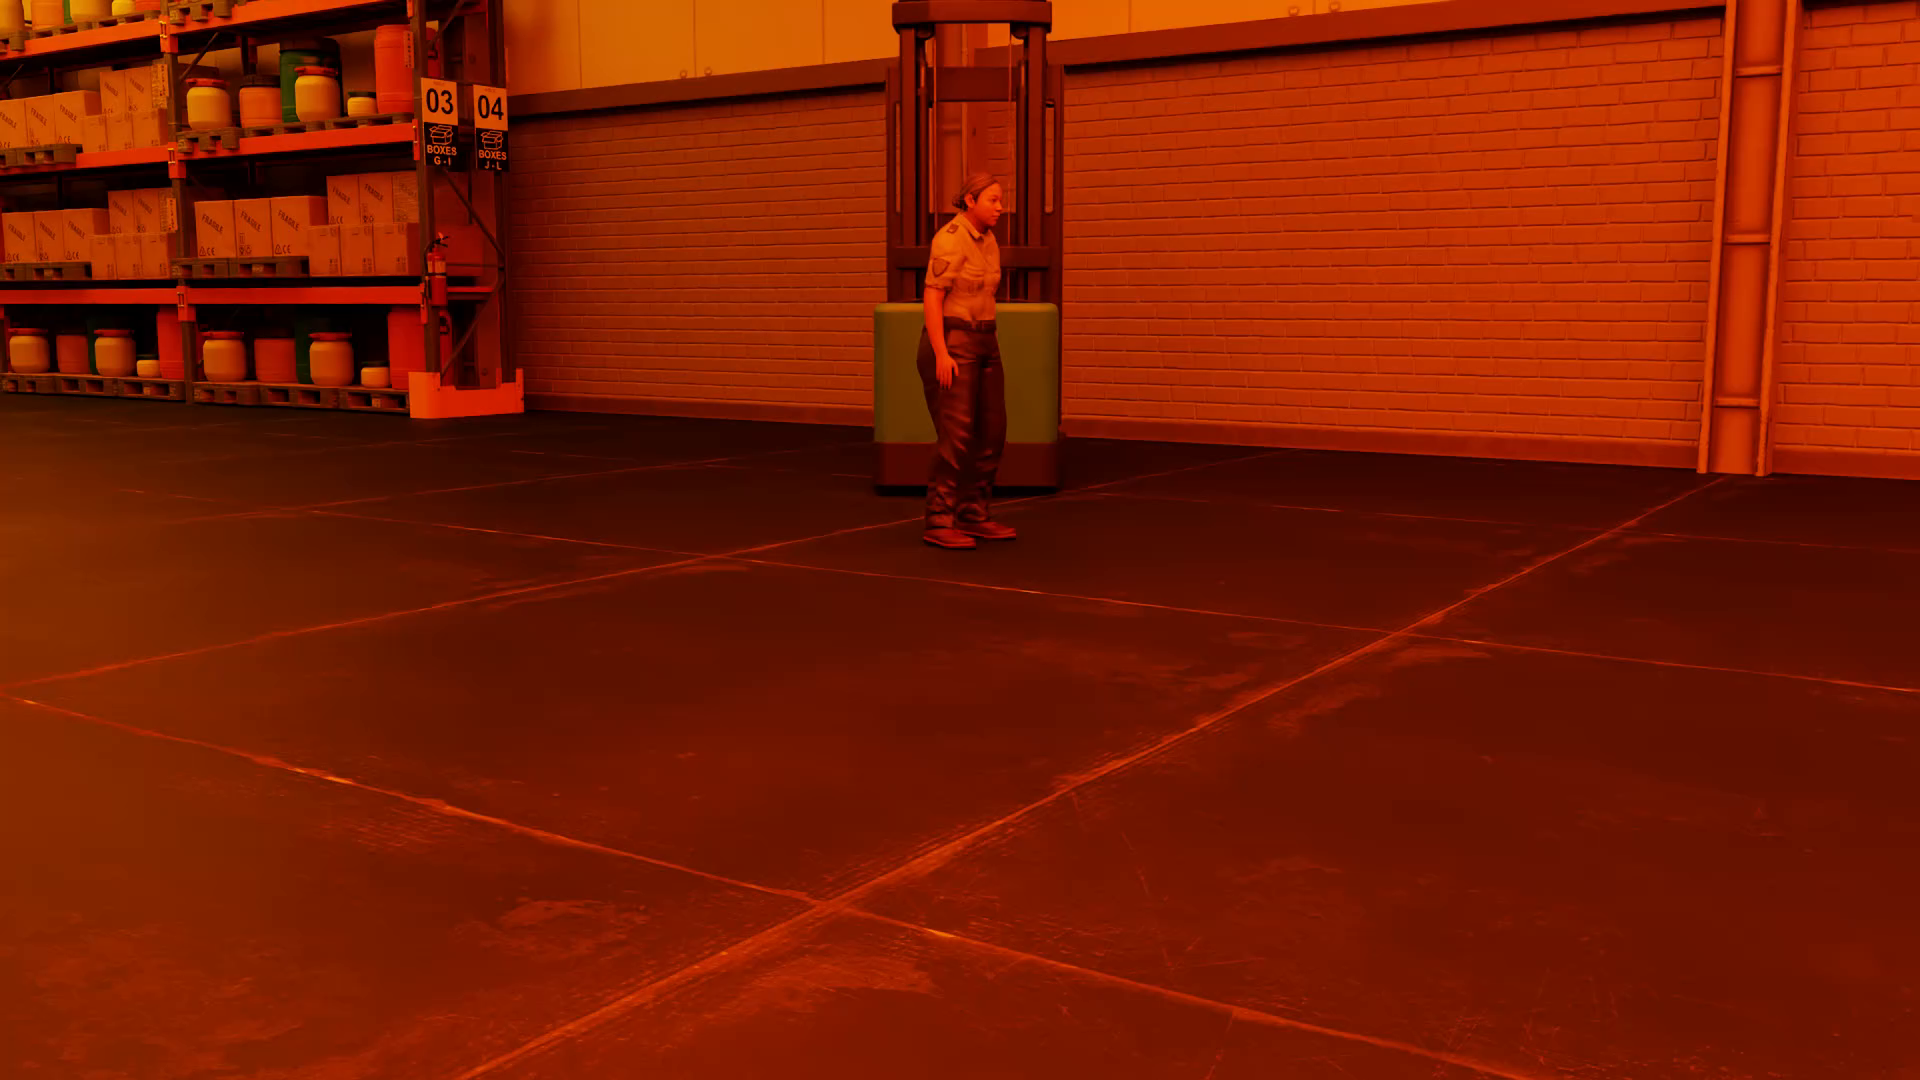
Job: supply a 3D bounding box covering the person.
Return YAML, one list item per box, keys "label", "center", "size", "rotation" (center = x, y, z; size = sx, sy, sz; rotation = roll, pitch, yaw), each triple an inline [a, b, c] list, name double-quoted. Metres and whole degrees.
- label: "person"
  center: [0.023, -0.812, 7.470]
  size: [0.373, 1.648, 0.546]
  rotation: [5, 10, 32]

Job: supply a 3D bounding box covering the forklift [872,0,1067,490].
- label: "forklift"
  center: [0.104, -1.890, 10.483]
  size: [1.130, 2.935, 3.031]
  rotation: [0, 8, 3]
